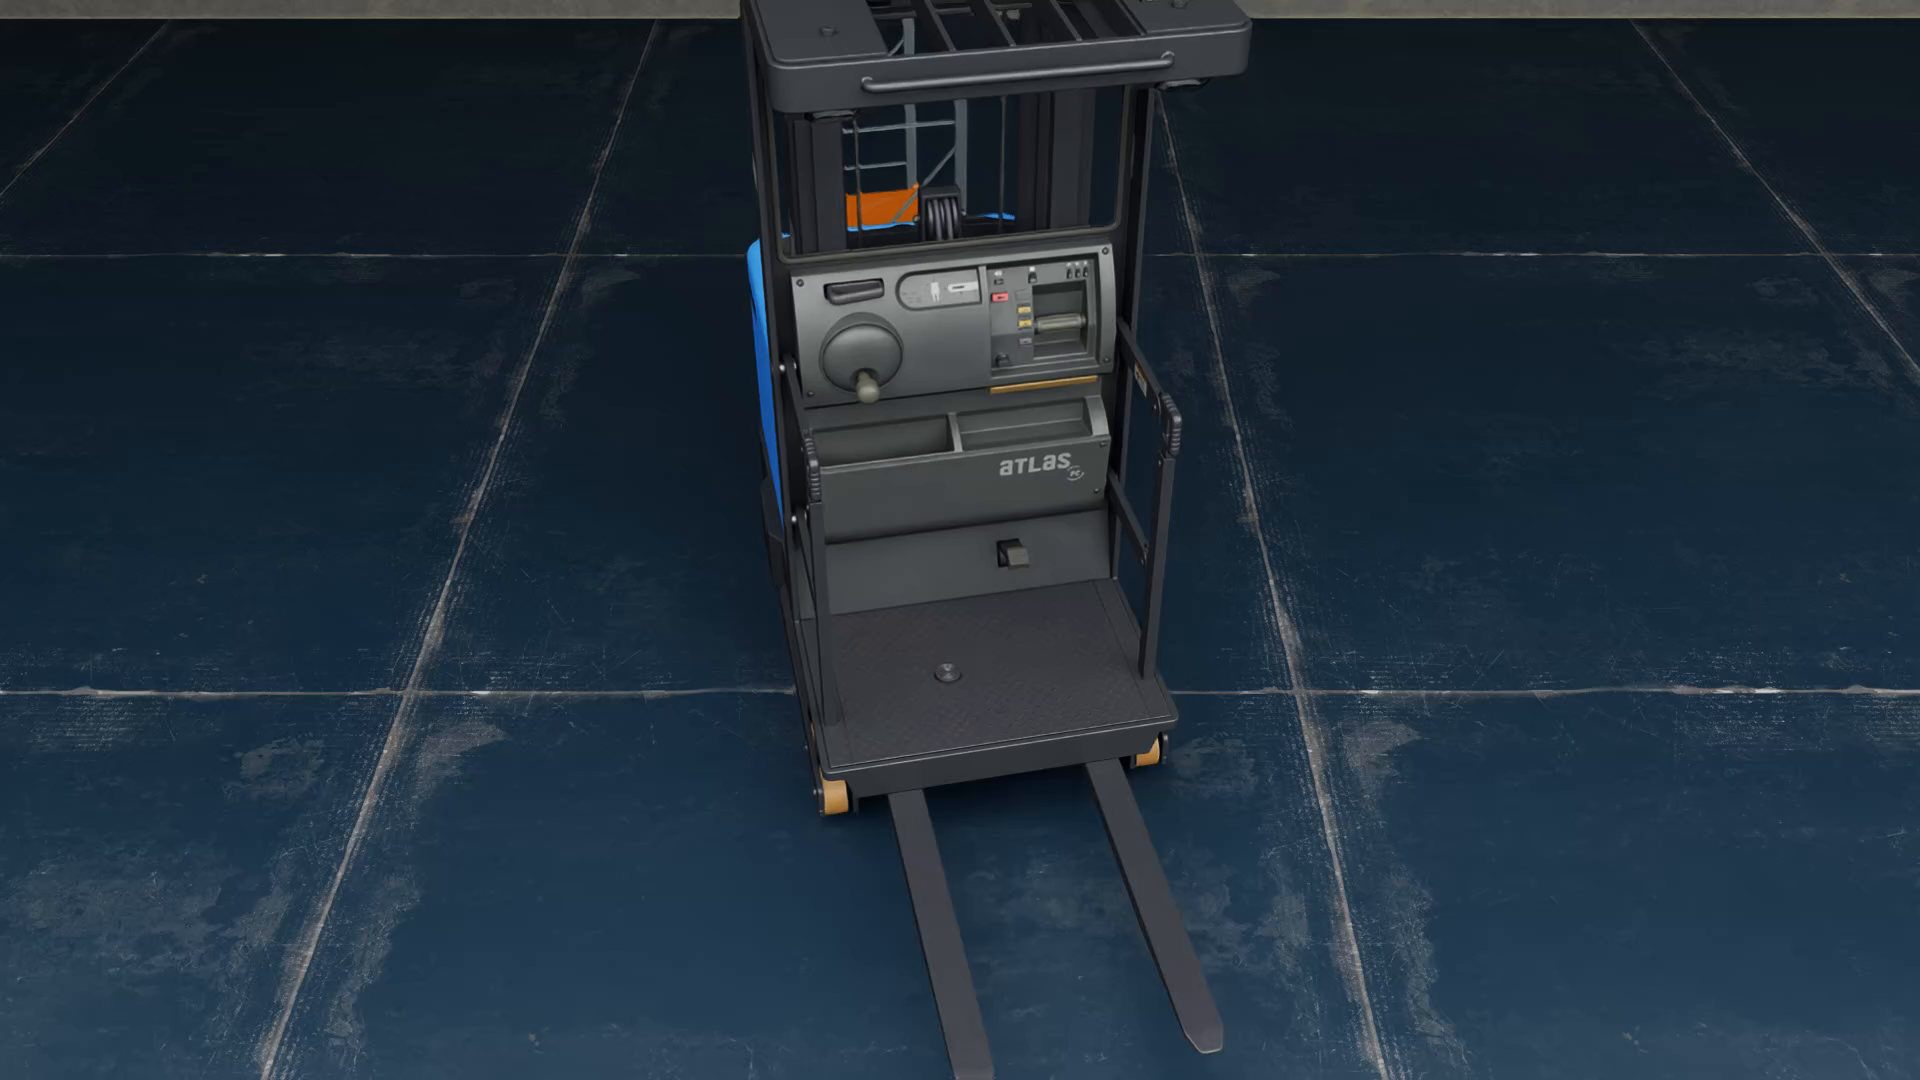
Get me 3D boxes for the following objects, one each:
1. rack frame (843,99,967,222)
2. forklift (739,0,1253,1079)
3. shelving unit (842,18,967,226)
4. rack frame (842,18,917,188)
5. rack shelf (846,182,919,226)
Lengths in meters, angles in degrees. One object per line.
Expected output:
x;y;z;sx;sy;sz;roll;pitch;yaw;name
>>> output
-0.224;-0.949;6.235;0.500;1.500;0.032;-7;39;-9;rack frame
0.037;-0.546;4.588;1.130;2.935;3.031;-7;39;-9;forklift
-0.326;-1.254;6.616;0.587;1.500;1.083;-7;39;-9;shelving unit
-0.432;-1.571;7.011;0.500;1.500;0.032;-7;39;-9;rack frame
-0.328;-1.120;6.735;0.538;0.185;1.000;-7;39;-9;rack shelf
